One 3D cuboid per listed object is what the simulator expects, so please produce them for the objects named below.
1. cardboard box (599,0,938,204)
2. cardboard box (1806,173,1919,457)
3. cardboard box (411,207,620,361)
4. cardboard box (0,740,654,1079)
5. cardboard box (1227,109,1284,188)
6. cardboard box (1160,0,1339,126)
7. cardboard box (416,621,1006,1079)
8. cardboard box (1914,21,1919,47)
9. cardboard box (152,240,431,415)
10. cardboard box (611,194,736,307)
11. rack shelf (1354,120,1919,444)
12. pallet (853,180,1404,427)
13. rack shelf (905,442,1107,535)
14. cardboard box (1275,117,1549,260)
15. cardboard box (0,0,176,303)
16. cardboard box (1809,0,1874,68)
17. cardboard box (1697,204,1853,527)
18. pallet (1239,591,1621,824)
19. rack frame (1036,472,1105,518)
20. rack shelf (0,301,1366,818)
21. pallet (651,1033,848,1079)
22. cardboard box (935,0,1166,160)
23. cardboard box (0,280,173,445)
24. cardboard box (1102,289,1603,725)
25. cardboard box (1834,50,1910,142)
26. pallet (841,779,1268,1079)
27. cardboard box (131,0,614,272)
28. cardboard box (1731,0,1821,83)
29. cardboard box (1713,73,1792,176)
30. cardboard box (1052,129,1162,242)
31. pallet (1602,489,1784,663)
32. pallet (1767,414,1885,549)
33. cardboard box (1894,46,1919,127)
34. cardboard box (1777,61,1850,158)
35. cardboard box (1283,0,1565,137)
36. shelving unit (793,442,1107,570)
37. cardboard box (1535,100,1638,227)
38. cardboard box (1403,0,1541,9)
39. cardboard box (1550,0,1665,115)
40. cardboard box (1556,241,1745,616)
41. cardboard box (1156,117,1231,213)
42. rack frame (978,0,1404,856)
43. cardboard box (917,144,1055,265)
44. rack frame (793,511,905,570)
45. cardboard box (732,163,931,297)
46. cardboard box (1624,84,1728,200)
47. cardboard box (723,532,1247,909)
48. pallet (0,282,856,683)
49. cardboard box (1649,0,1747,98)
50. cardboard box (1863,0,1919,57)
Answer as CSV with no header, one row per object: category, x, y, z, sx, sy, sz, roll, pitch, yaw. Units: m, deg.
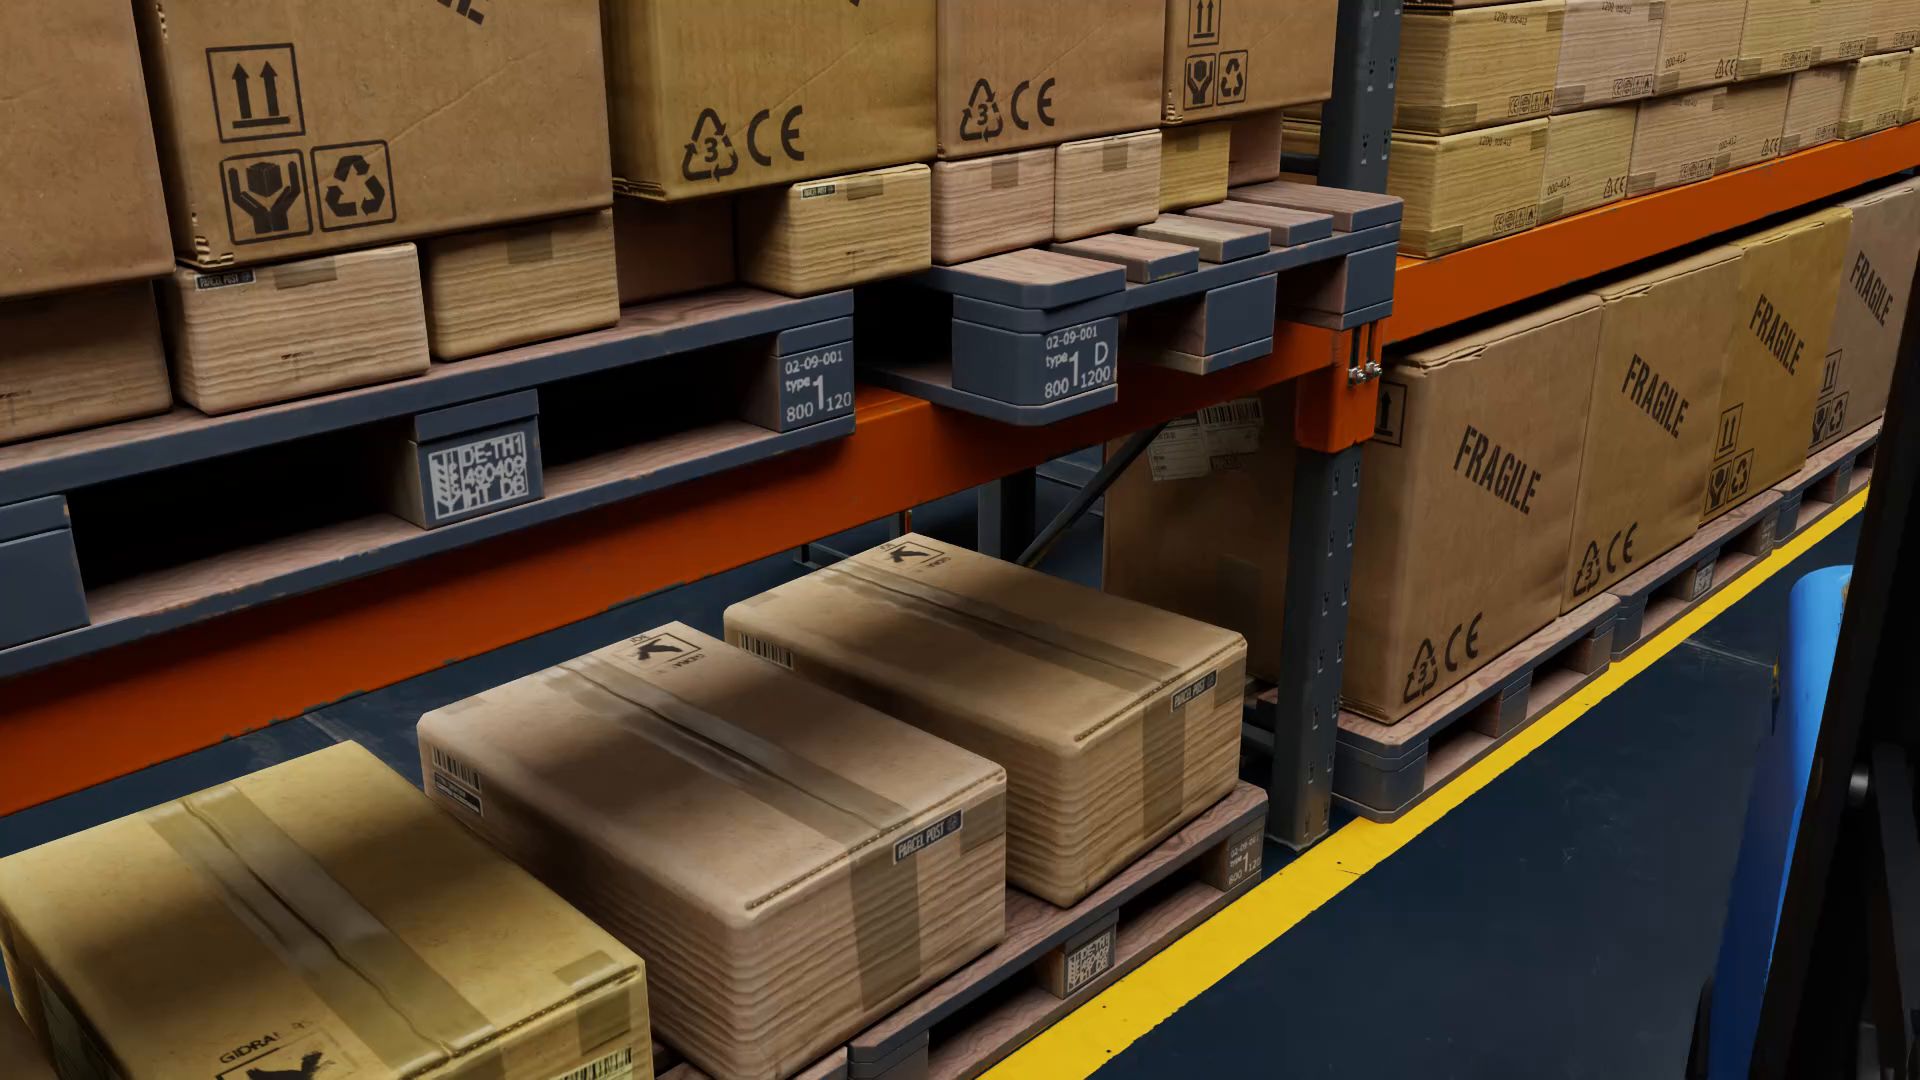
cardboard box,-0.378,-0.761,2.234,0.500,0.500,0.500,17,27,37
cardboard box,2.859,-0.885,6.072,0.875,0.875,0.875,-19,28,-40
cardboard box,-0.641,-0.349,2.067,0.380,0.149,0.250,18,27,39
cardboard box,-1.000,0.727,2.580,0.625,0.372,0.950,-19,28,-40
cardboard box,0.383,-0.767,3.155,0.250,0.149,0.380,-19,28,-40
cardboard box,0.326,-1.027,2.926,0.500,0.500,0.500,18,28,39
cardboard box,-0.467,0.533,3.083,0.950,0.372,0.625,19,28,40
cardboard box,3.101,-1.849,5.717,0.500,0.250,0.500,19,28,41
cardboard box,-0.806,-0.273,1.869,0.250,0.149,0.380,-19,28,-40
cardboard box,-0.524,-0.434,2.288,0.380,0.149,0.250,20,28,41
rack shelf,1.839,-1.010,5.024,1.077,0.370,4.000,19,28,41
pallet,0.023,-0.532,3.046,1.213,0.211,1.003,19,28,41
rack shelf,0.005,-0.299,5.465,0.538,0.278,1.000,19,28,41
cardboard box,0.965,-0.824,3.748,0.500,0.250,0.500,19,28,40
cardboard box,-1.111,-0.486,1.519,0.500,0.500,0.500,19,28,40
cardboard box,2.400,-1.584,5.027,0.500,0.250,0.500,-19,28,-41
cardboard box,2.234,-0.651,5.462,0.875,0.875,0.875,-19,28,-40
pallet,1.048,0.286,4.536,1.003,0.211,1.213,19,28,41
rack frame,0.359,-0.657,5.717,0.500,1.125,0.032,19,28,41
rack shelf,-0.952,0.018,2.349,1.077,0.370,4.000,19,28,41
pallet,-0.954,0.983,2.724,1.003,0.211,1.213,19,28,41
cardboard box,-0.027,-0.891,2.573,0.500,0.500,0.500,19,28,40
cardboard box,-1.028,-0.218,1.725,0.380,0.149,0.250,20,28,41
cardboard box,0.985,-0.193,4.271,0.875,0.875,0.875,19,28,40
cardboard box,2.746,-1.481,5.455,0.500,0.250,0.500,19,28,40
pallet,-0.103,0.670,3.536,1.003,0.211,1.213,19,28,41
cardboard box,-0.760,-0.621,1.870,0.500,0.500,0.500,18,27,39
cardboard box,2.055,-1.448,4.673,0.500,0.250,0.500,-20,28,-41
cardboard box,2.023,-1.222,4.782,0.500,0.250,0.500,19,28,41
cardboard box,0.105,-0.604,2.731,0.380,0.149,0.250,19,28,40
pallet,1.899,-0.026,5.348,1.003,0.211,1.213,19,28,41
pallet,2.750,-0.341,6.168,1.003,0.211,1.213,19,28,41
cardboard box,3.102,-1.611,5.795,0.500,0.250,0.500,18,28,39
cardboard box,2.380,-1.356,5.130,0.500,0.250,0.500,18,28,39
cardboard box,0.974,-1.063,3.673,0.500,0.250,0.500,19,28,40
shelving unit,0.005,-0.527,5.377,0.538,1.125,1.048,19,28,41
cardboard box,1.311,-0.961,4.103,0.500,0.250,0.500,18,28,39
cardboard box,0.963,-1.411,3.531,0.500,0.500,0.500,18,27,39
cardboard box,1.335,-1.196,4.018,0.500,0.250,0.500,-19,28,-41
cardboard box,1.610,-0.421,4.865,0.875,0.875,0.875,20,29,41
cardboard box,0.248,-0.680,2.928,0.250,0.149,0.380,-20,28,-41
rack frame,0.444,-0.832,3.557,1.000,3.000,0.127,19,28,41
cardboard box,-0.077,-0.542,2.567,0.380,0.149,0.250,18,27,38
rack frame,-0.350,-0.396,5.037,0.500,1.125,0.032,19,28,41
cardboard box,-0.259,-0.467,2.374,0.250,0.149,0.380,-20,28,-41
cardboard box,1.681,-1.094,4.450,0.500,0.250,0.500,-19,28,-40
cardboard box,0.042,0.342,3.582,0.950,0.372,0.625,17,27,37
pallet,-0.908,-0.223,2.241,1.003,0.211,1.213,19,28,41
cardboard box,1.692,-1.321,4.343,0.500,0.250,0.500,19,28,40
cardboard box,2.757,-1.719,5.377,0.500,0.250,0.500,-19,28,-41
